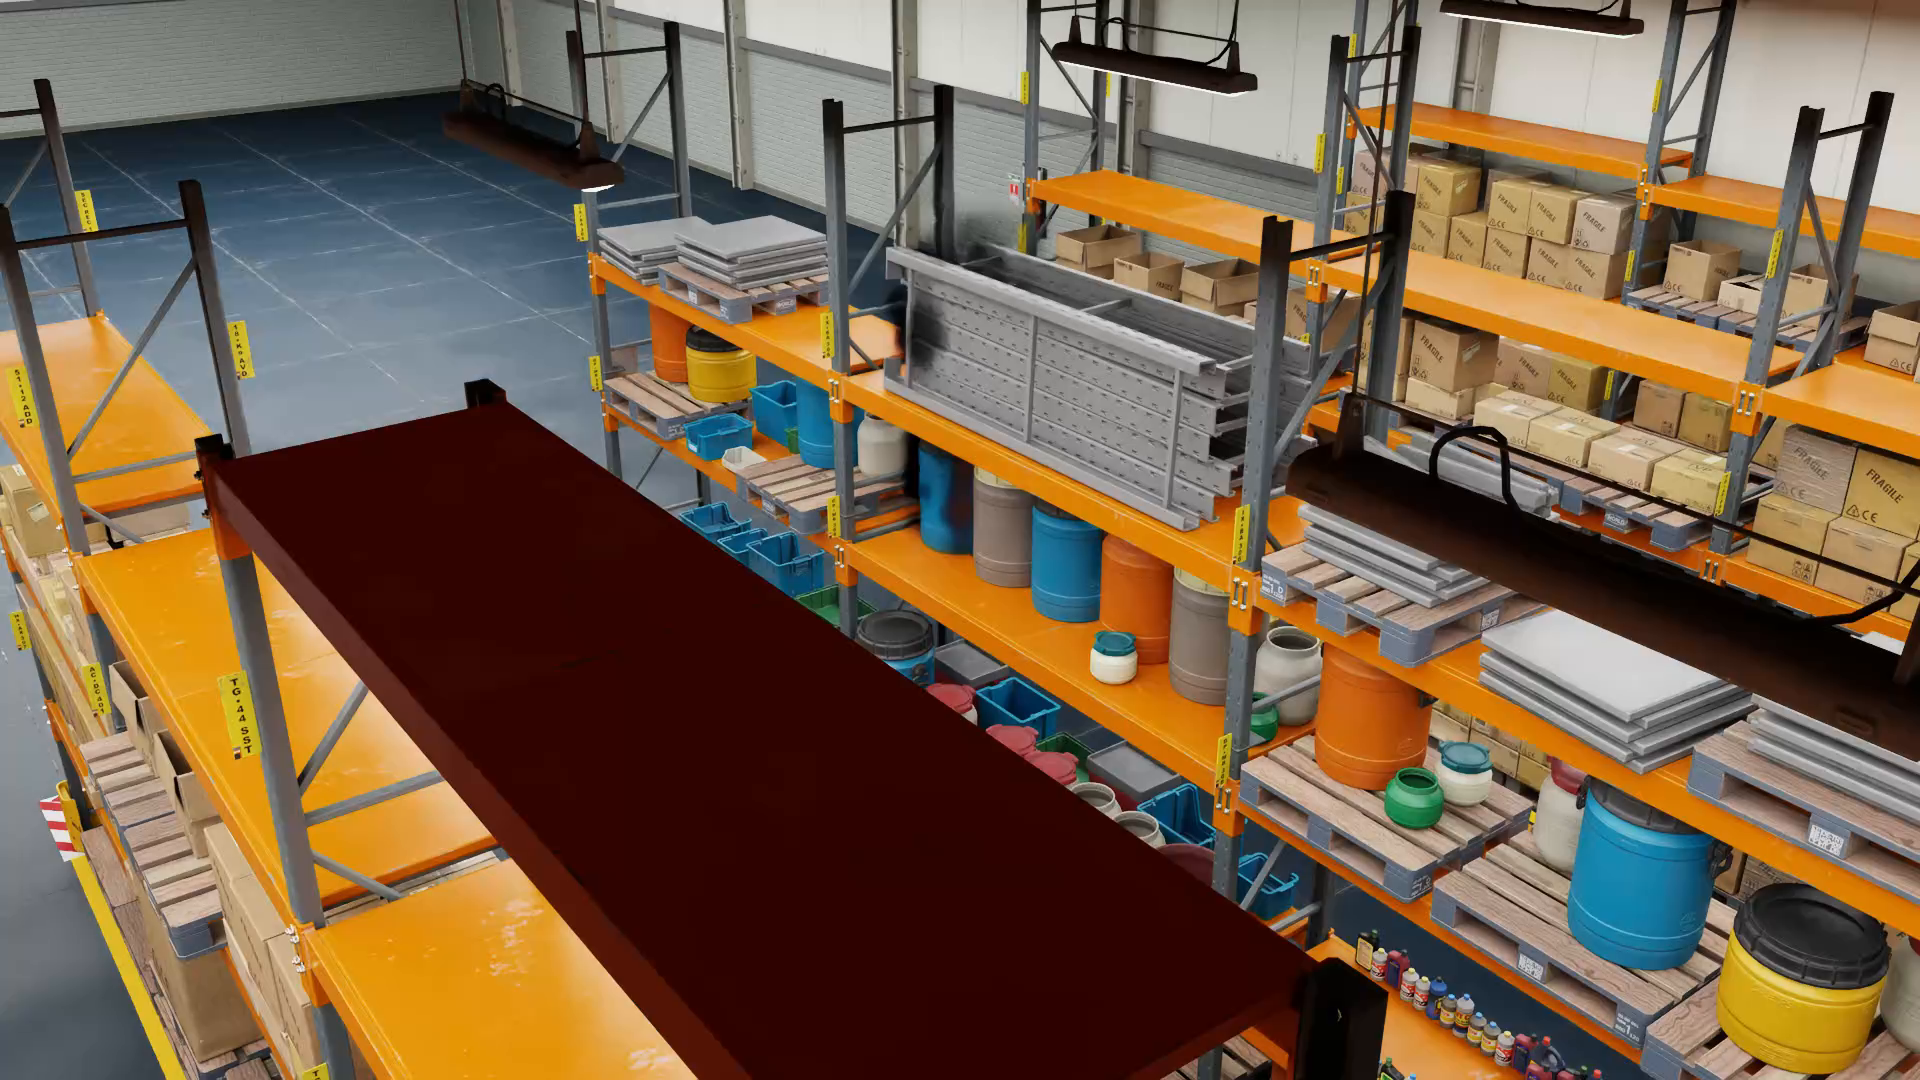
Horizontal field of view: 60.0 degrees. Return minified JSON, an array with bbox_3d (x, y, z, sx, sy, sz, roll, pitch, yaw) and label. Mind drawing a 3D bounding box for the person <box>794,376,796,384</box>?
[{"bbox_3d":[-1.843,-1.294,19.790,0.631,1.685,0.554,-3,25,-6],"label":"person"}]
